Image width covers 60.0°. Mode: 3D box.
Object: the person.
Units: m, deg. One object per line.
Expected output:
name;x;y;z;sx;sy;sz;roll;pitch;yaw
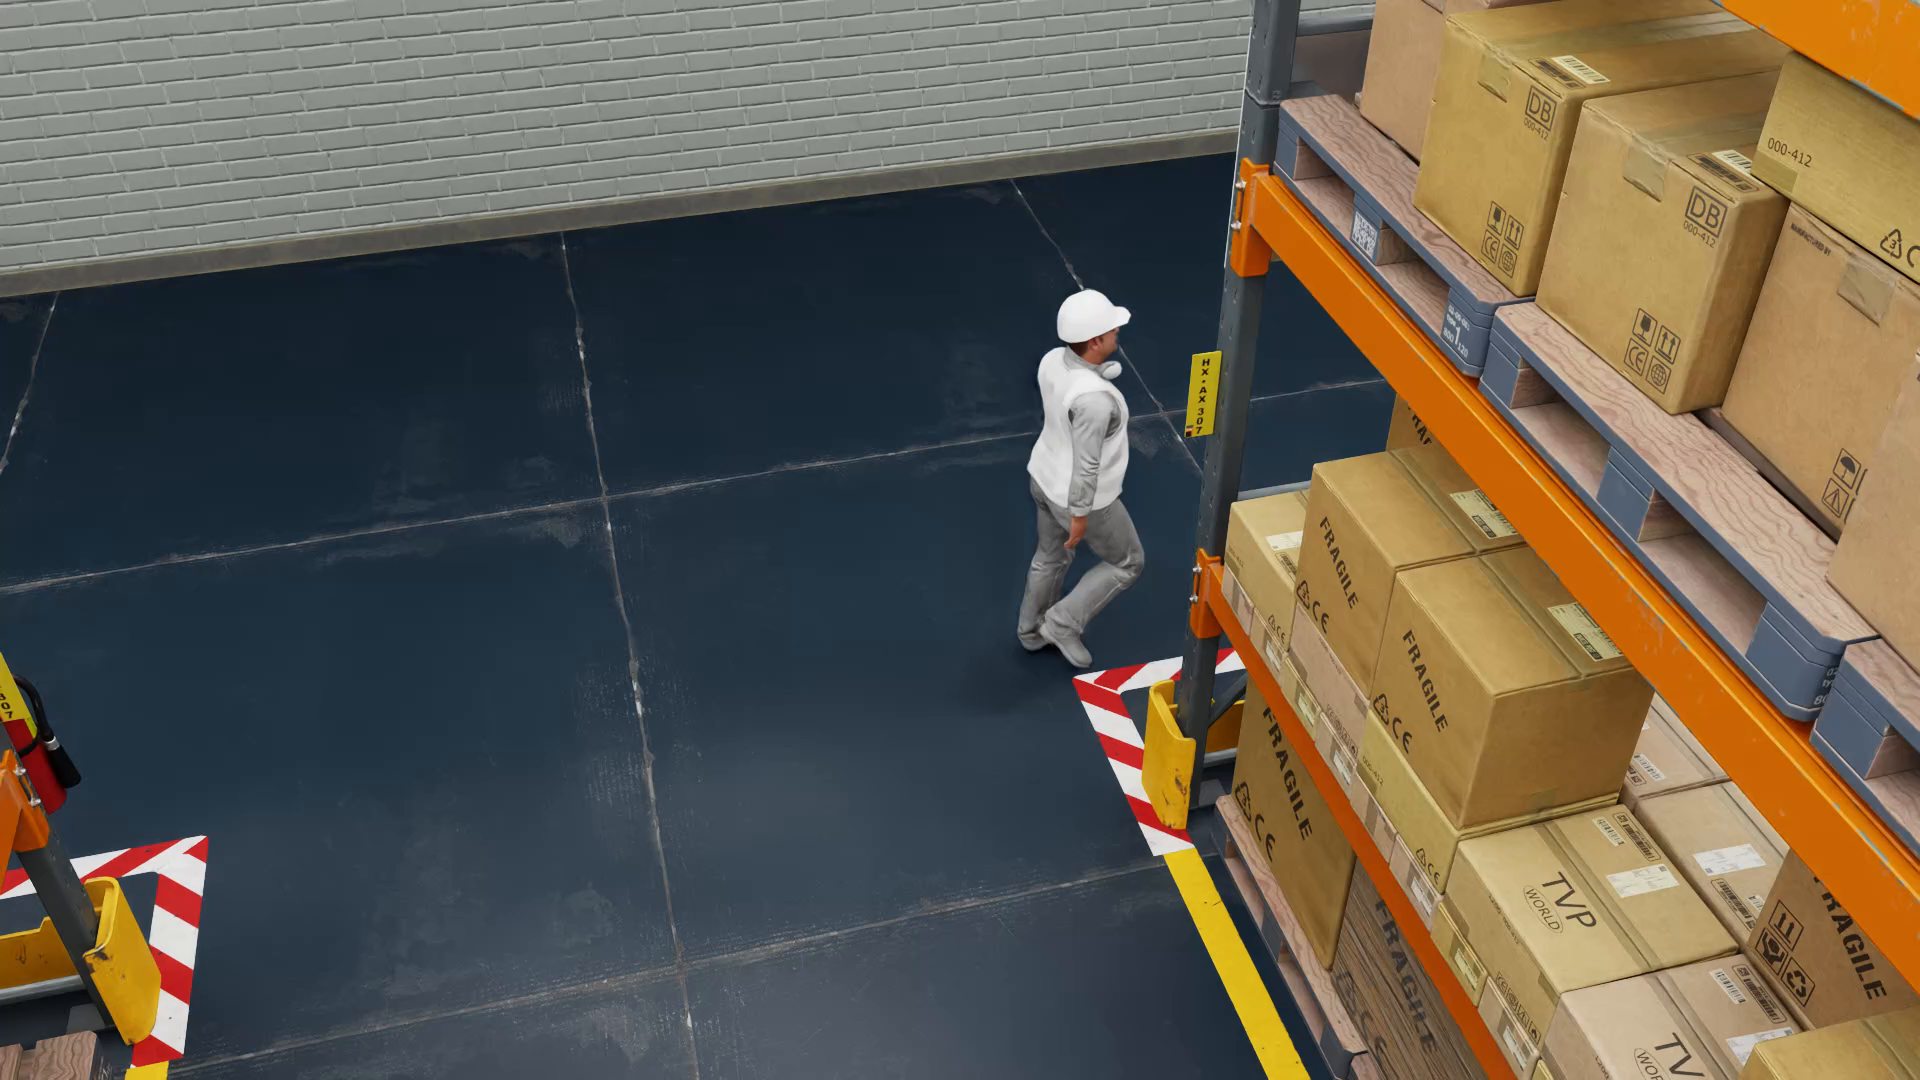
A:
person;0.499;-0.243;6.975;0.493;1.762;0.550;-14;40;-17
